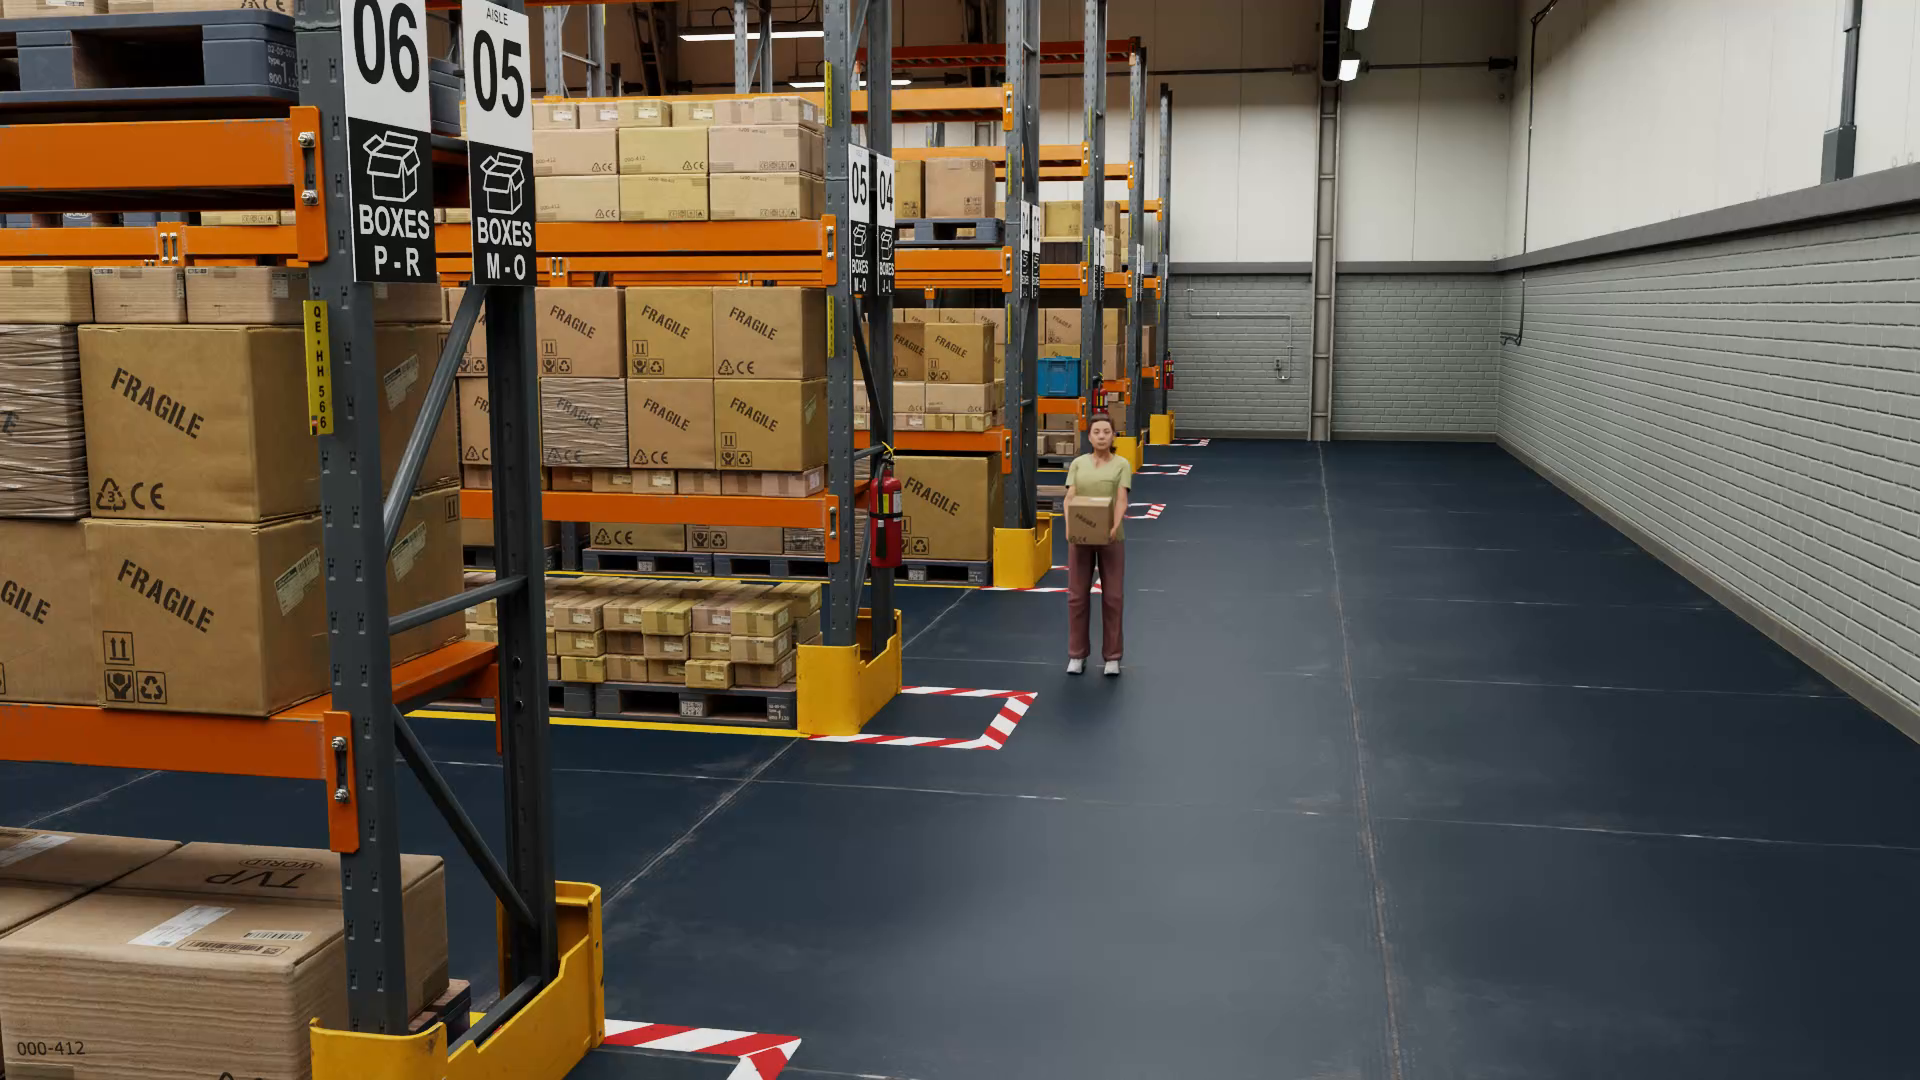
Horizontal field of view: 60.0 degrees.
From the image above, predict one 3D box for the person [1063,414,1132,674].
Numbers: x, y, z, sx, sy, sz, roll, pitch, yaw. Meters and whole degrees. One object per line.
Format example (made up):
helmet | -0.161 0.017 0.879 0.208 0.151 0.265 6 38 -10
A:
person | 0.868 0.032 10.641 0.423 1.665 0.556 2 8 13
